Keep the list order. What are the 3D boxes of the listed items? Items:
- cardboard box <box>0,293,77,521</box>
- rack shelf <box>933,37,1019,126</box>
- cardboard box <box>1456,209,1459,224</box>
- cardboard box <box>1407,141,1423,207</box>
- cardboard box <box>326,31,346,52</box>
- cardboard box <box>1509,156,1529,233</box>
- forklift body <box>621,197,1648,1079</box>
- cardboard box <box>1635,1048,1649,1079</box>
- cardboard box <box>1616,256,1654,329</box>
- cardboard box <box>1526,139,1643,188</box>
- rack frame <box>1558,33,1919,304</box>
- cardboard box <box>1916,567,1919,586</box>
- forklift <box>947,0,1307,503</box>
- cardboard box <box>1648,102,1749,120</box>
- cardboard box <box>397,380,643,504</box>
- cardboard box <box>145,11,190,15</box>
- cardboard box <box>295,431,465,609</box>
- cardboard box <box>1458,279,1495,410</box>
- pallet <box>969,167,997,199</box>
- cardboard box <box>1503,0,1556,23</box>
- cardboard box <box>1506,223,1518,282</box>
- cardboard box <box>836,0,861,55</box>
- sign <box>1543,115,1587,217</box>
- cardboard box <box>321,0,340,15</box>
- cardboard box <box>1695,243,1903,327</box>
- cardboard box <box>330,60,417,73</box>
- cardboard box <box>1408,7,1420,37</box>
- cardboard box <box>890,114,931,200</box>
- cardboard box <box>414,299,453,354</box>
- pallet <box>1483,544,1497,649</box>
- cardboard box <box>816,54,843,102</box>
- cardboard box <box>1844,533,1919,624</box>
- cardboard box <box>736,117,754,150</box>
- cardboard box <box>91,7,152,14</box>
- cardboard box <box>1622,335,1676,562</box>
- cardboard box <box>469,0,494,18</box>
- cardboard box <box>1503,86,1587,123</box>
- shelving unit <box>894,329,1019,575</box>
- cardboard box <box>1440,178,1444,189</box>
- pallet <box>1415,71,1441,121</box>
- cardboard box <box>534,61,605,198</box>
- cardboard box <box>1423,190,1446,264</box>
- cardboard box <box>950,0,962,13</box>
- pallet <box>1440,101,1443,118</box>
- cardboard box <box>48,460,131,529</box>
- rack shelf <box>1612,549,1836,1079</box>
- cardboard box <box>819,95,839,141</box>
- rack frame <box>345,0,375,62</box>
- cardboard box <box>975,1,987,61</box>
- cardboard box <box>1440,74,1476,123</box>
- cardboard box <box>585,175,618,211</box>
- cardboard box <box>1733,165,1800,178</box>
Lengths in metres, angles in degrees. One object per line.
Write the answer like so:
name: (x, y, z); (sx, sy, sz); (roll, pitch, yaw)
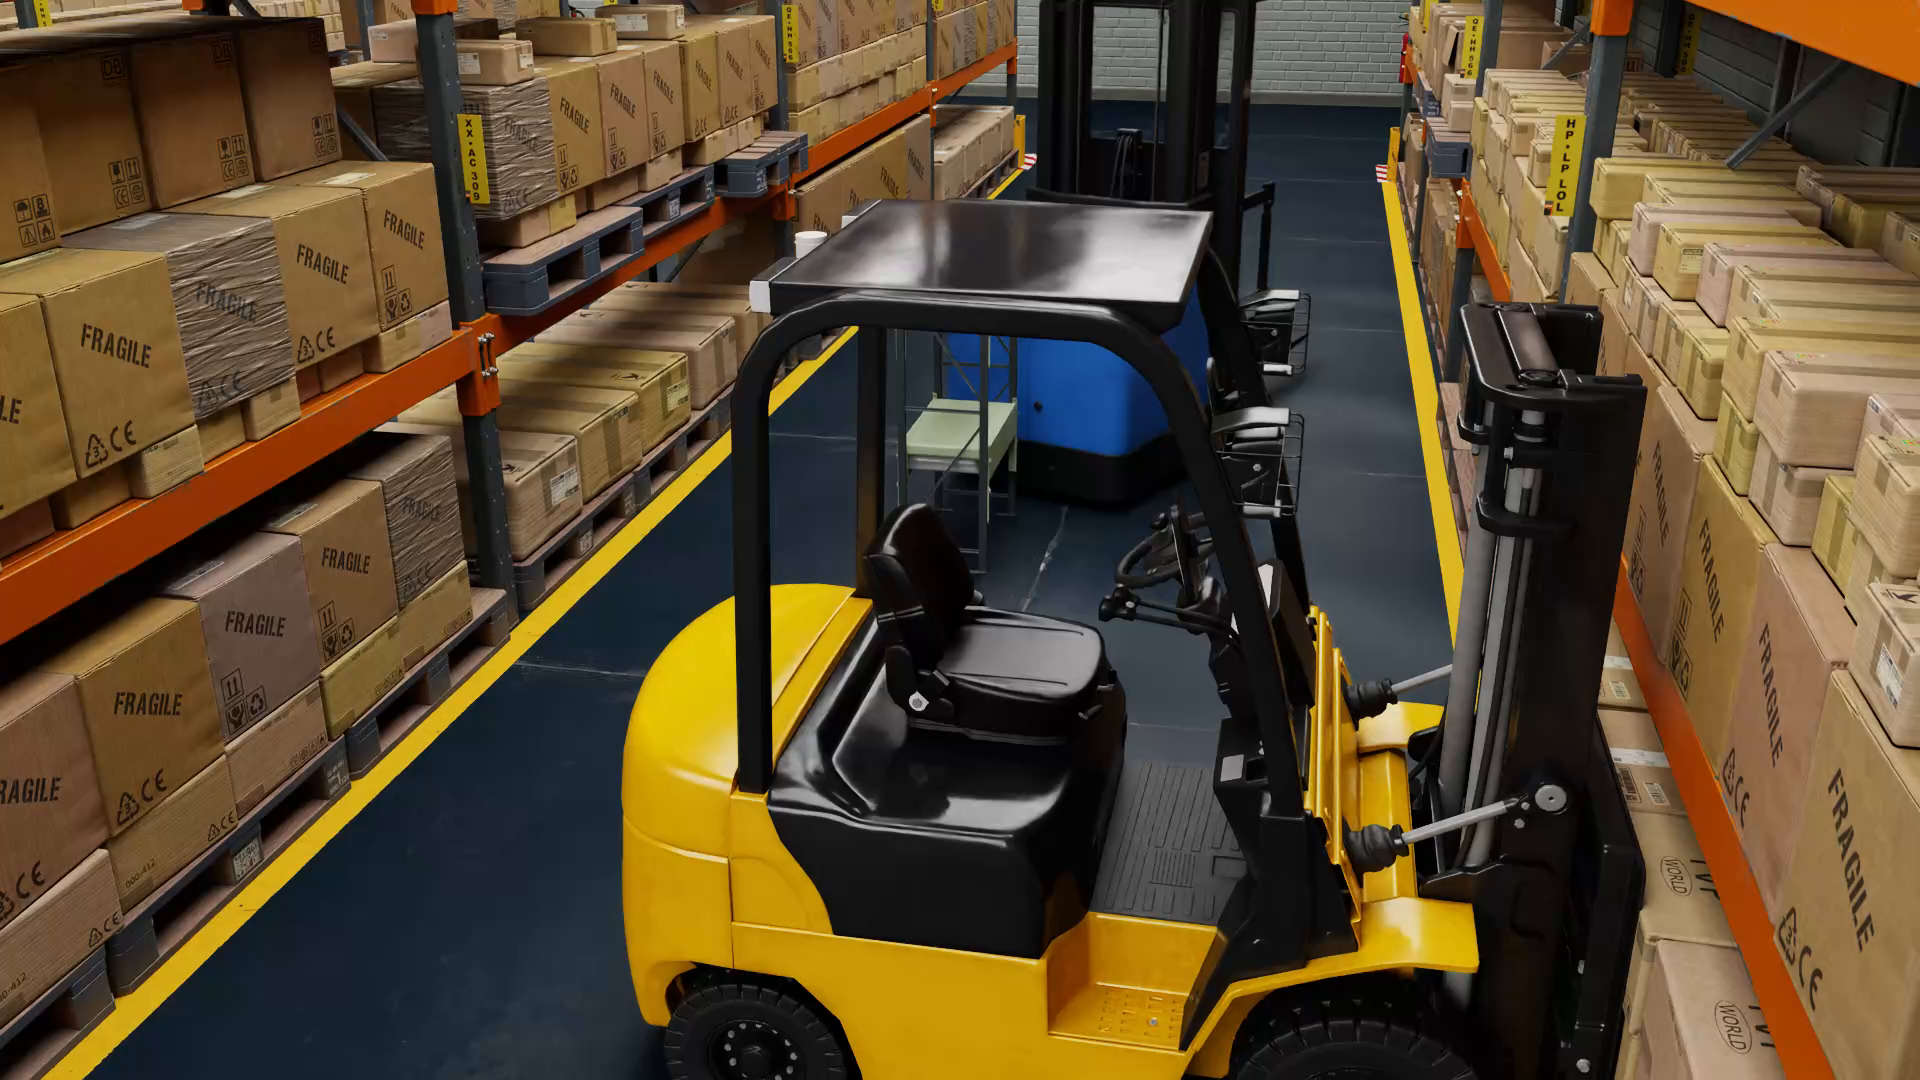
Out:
cardboard box: (-2.594, -0.308, 4.070); (0.500, 0.500, 0.500); (4, 22, 10)
rack shelf: (-0.311, -4.382, 15.681); (1.077, 0.370, 4.000); (4, 22, 11)
cardboard box: (3.449, -2.059, 10.868); (0.380, 0.149, 0.250); (4, 22, 10)
cardboard box: (4.315, -3.199, 14.566); (0.700, 0.500, 0.500); (4, 22, 9)
cardboard box: (-5.473, -4.242, 14.146); (0.380, 0.149, 0.250); (4, 22, 10)
cardboard box: (2.566, -1.418, 6.890); (0.500, 0.250, 0.500); (5, 22, 12)
forklift body: (0.293, 0.343, 4.123); (2.313, 2.155, 1.214); (4, 22, 11)
cardboard box: (1.599, 1.246, 3.193); (0.500, 0.250, 0.500); (4, 22, 10)
cardboard box: (1.986, -0.655, 4.462); (0.380, 0.149, 0.250); (5, 22, 12)
cardboard box: (2.421, -1.458, 6.456); (0.380, 0.149, 0.250); (4, 22, 9)
rack frame: (2.509, -0.681, 5.529); (1.000, 3.000, 0.127); (4, 22, 11)
cardboard box: (1.579, 0.057, 2.296); (0.380, 0.149, 0.250); (4, 22, 11)
forklift: (1.117, -2.045, 9.007); (1.130, 2.935, 3.031); (13, 25, 29)
cardboard box: (3.319, -1.880, 7.504); (0.380, 0.149, 0.250); (4, 22, 10)
cardboard box: (-2.103, -0.489, 8.008); (0.950, 0.372, 0.625); (6, 23, 14)
cardboard box: (-5.851, -3.851, 12.377); (0.380, 0.149, 0.250); (5, 23, 13)
cardboard box: (-2.209, -0.088, 6.172); (0.500, 0.500, 0.500); (4, 22, 10)
cardboard box: (3.184, -1.010, 8.963); (0.875, 0.625, 0.625); (5, 23, 13)
pallet: (-0.241, -3.410, 16.038); (1.003, 0.211, 1.213); (4, 22, 11)
cardboard box: (4.705, -4.547, 13.928); (0.500, 0.500, 0.500); (4, 22, 9)
cardboard box: (2.584, -1.179, 6.967); (0.500, 0.250, 0.500); (5, 22, 11)
cardboard box: (-0.983, -3.563, 11.213); (0.500, 0.500, 0.500); (5, 22, 12)
sign: (1.975, -1.219, 5.422); (0.100, 0.325, 0.005); (4, 22, 11)
cardboard box: (-5.476, -4.517, 14.031); (0.380, 0.149, 0.250); (5, 23, 13)
cardboard box: (1.968, -0.595, 3.916); (0.380, 0.149, 0.250); (4, 22, 11)
cardboard box: (-2.382, -1.805, 7.226); (0.500, 0.500, 0.500); (5, 22, 11)
cardboard box: (4.601, -4.993, 16.038); (0.500, 0.250, 0.500); (5, 22, 11)
cardboard box: (-0.767, -2.960, 13.470); (0.875, 0.875, 0.875); (5, 23, 13)
cardboard box: (-2.119, -0.801, 6.163); (0.380, 0.149, 0.250); (4, 22, 10)
pallet: (2.621, 0.340, 6.727); (1.003, 0.211, 1.213); (4, 22, 11)
cardboard box: (-1.084, -3.039, 10.915); (0.500, 0.250, 0.500); (5, 22, 12)
cardboard box: (1.625, 0.101, 2.587); (0.380, 0.149, 0.250); (5, 22, 12)
cardboard box: (-1.363, -2.262, 9.230); (0.380, 0.149, 0.250); (4, 22, 10)
cardboard box: (-6.431, -3.998, 12.742); (0.380, 0.149, 0.250); (5, 23, 13)
cardboard box: (1.970, -0.208, 4.221); (0.500, 0.500, 0.500); (4, 22, 10)
cardboard box: (-4.925, -5.232, 16.297); (0.500, 0.500, 0.500); (6, 23, 14)
cardboard box: (2.850, -2.107, 8.067); (0.380, 0.149, 0.250); (5, 22, 12)
shelving unit: (-0.001, -0.693, 7.567); (0.431, 1.500, 0.755); (4, 22, 11)
cardboard box: (3.827, -2.725, 12.520); (0.380, 0.149, 0.250); (4, 22, 9)
pallet: (3.871, -3.234, 12.125); (1.003, 0.211, 1.213); (4, 22, 11)
cardboard box: (-1.873, -1.770, 7.139); (0.500, 0.500, 0.500); (5, 22, 11)
cardboard box: (3.723, -2.287, 12.300); (0.500, 0.500, 0.500); (4, 22, 10)
cardboard box: (-0.276, -4.834, 14.369); (0.500, 0.500, 0.500); (4, 22, 10)
pallet: (3.717, -2.766, 10.964); (1.003, 0.211, 1.213); (4, 22, 11)
cardboard box: (-2.530, -0.153, 4.555); (0.380, 0.149, 0.250); (4, 22, 9)
rack shelf: (2.100, 0.384, 3.847); (1.077, 0.370, 4.000); (4, 22, 11)
cardboard box: (-1.102, -2.800, 10.992); (0.500, 0.250, 0.500); (4, 22, 9)
rack frame: (-5.586, -4.324, 14.575); (1.000, 3.000, 0.127); (4, 22, 11)
cardboard box: (-0.047, -4.735, 15.462); (0.500, 0.500, 0.500); (5, 22, 13)
cardboard box: (3.223, -2.680, 10.130); (0.500, 0.250, 0.500); (3, 22, 8)
cardboard box: (-1.793, -1.605, 7.598); (0.380, 0.149, 0.250); (5, 22, 12)
cardboard box: (2.896, -1.235, 5.902); (0.380, 0.149, 0.250); (4, 22, 9)
